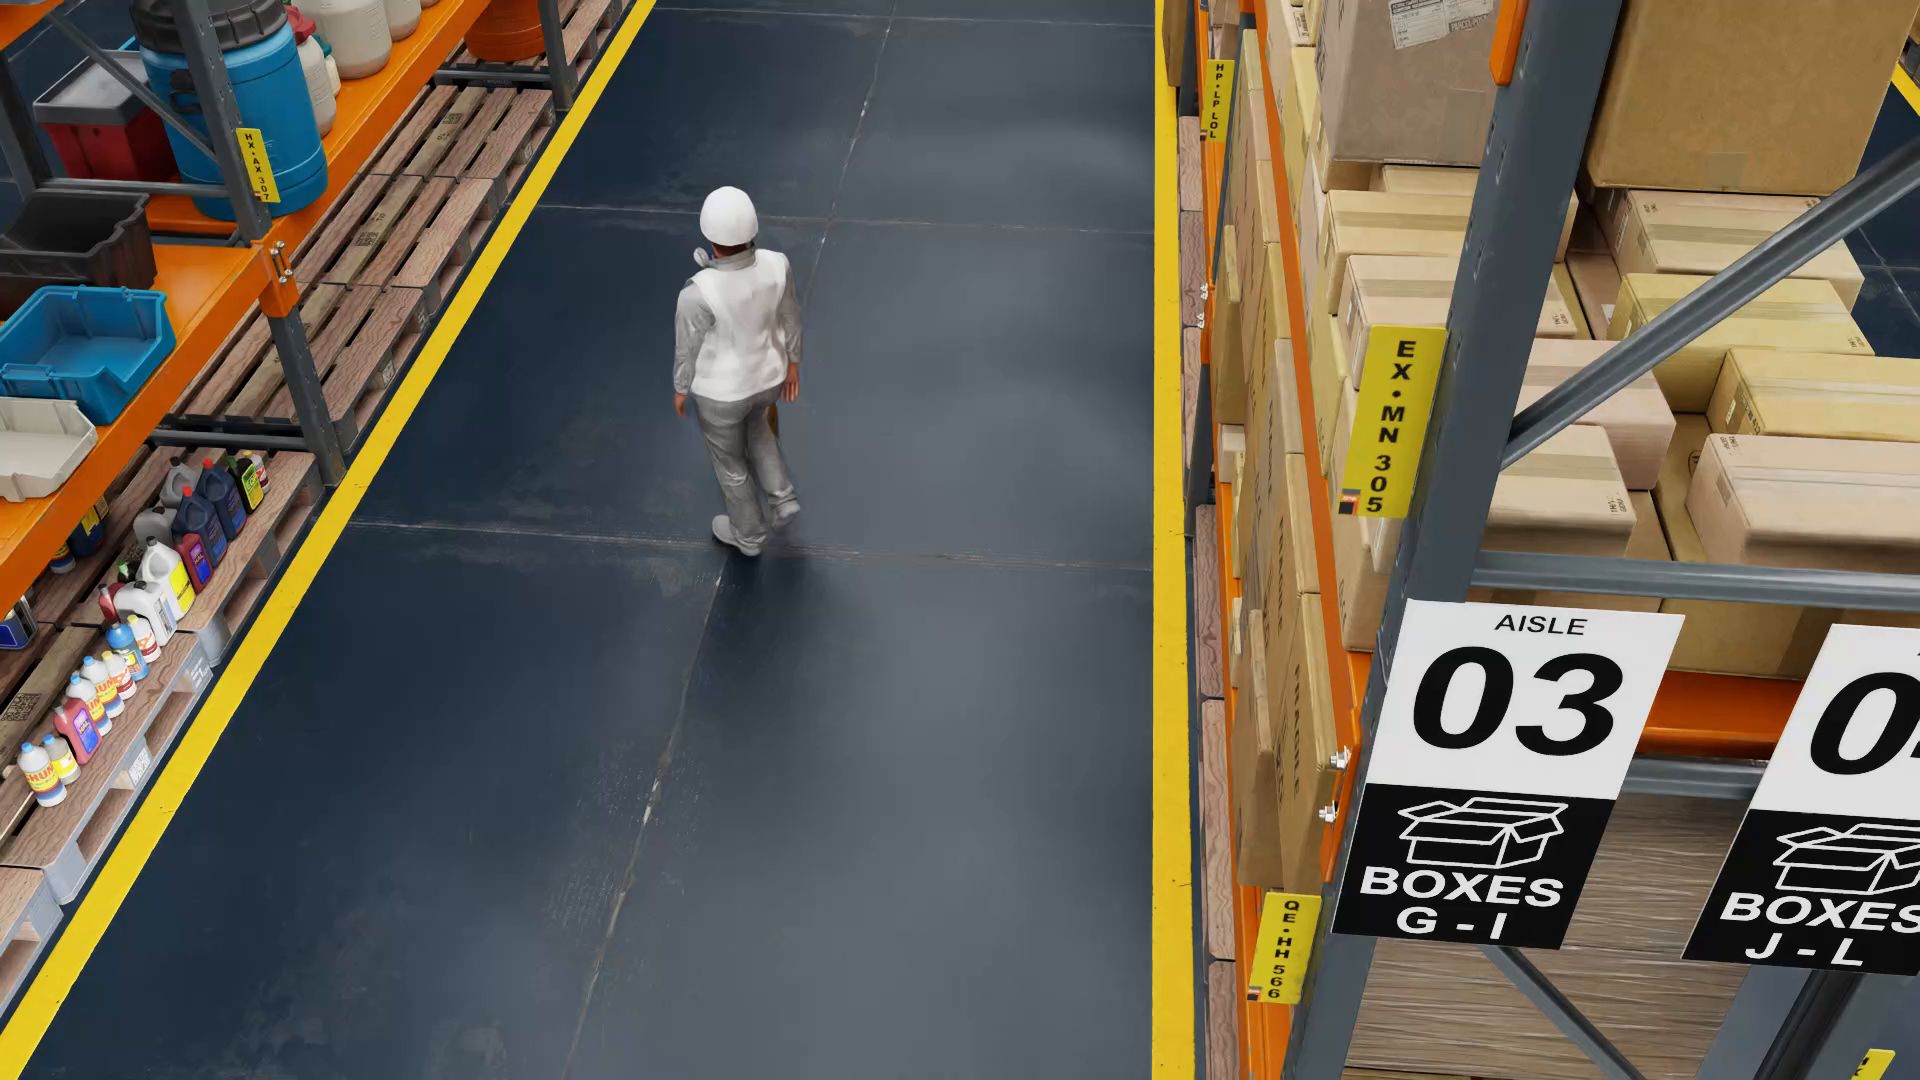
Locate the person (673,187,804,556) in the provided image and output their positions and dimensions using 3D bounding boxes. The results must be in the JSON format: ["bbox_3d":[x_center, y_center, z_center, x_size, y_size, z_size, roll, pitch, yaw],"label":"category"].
[{"bbox_3d":[-0.943,-0.700,6.949,0.538,1.768,0.462,-32,49,-32],"label":"person"}]
